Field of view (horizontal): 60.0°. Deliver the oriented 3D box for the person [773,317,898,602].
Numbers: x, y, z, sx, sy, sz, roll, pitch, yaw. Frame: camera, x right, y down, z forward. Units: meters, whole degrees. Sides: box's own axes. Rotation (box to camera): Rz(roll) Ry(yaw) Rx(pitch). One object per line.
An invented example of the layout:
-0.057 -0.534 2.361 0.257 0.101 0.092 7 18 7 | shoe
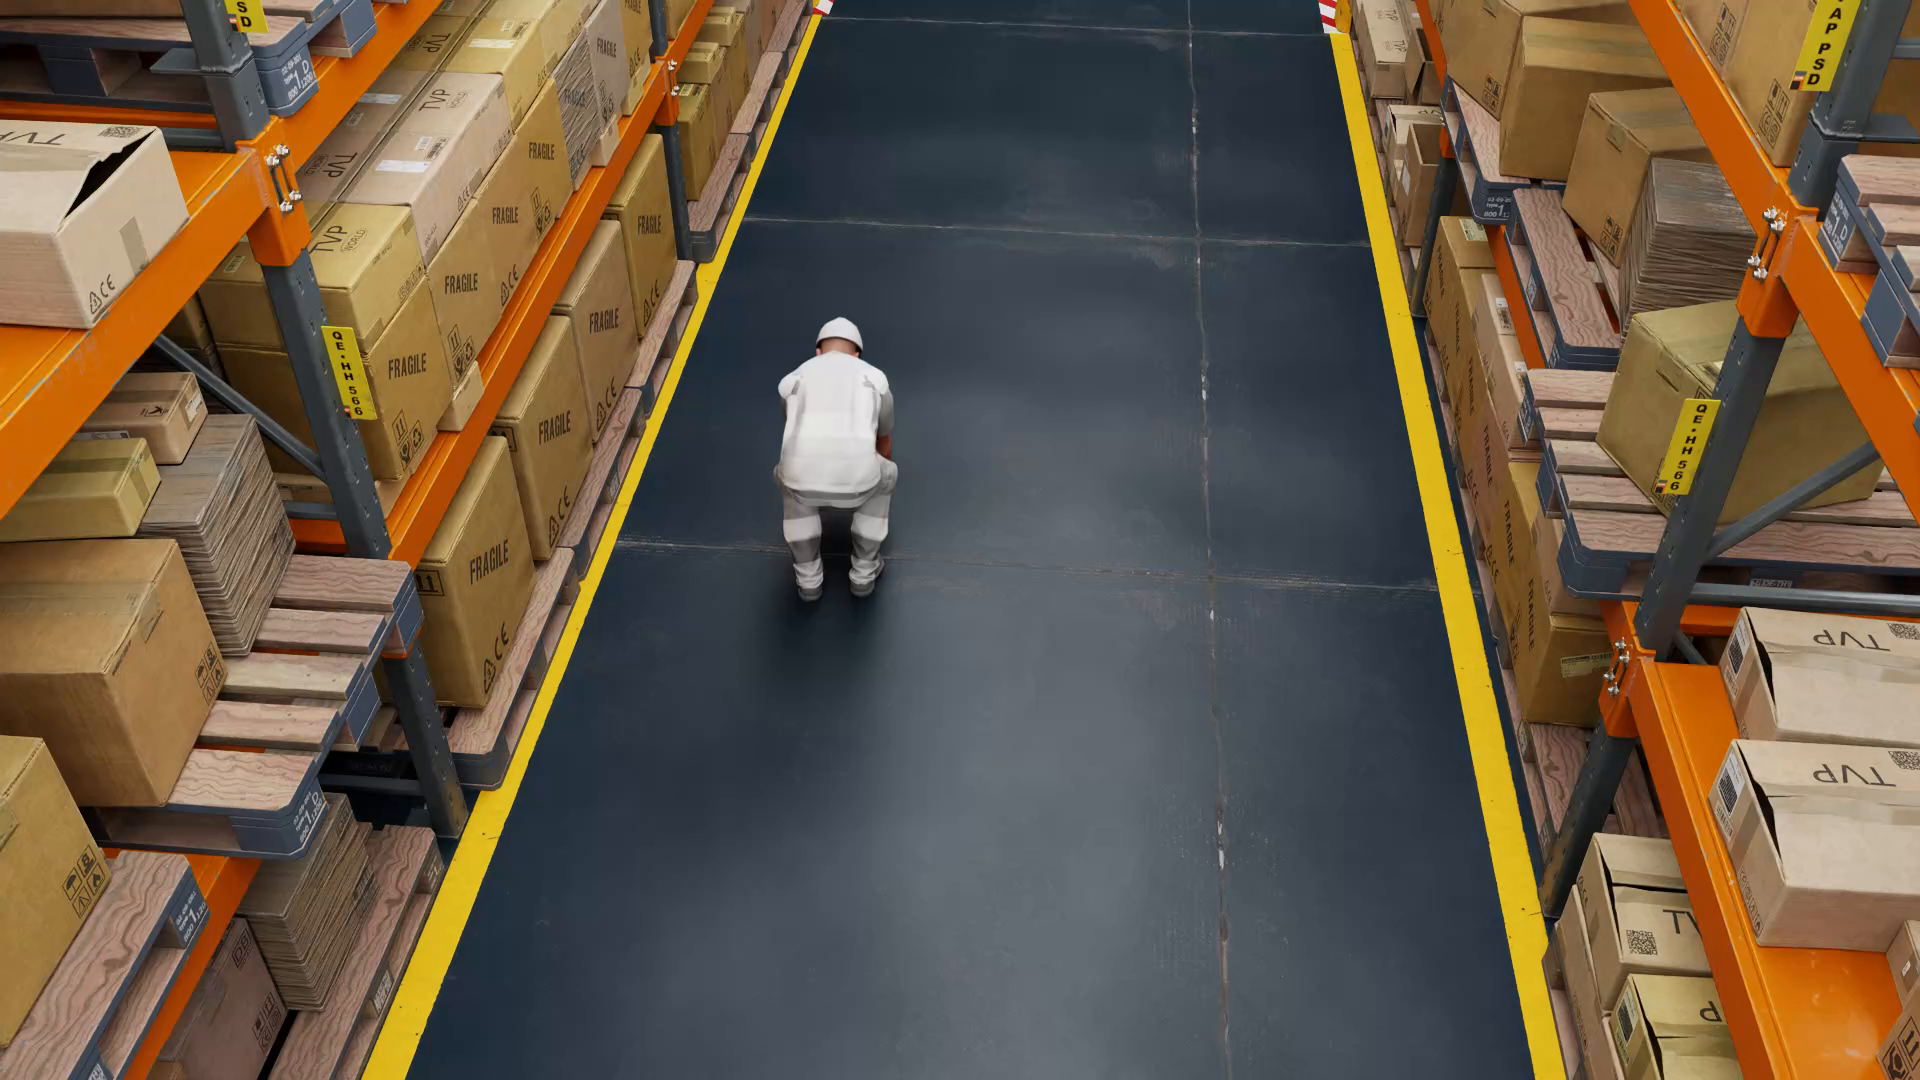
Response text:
-0.525 -0.307 7.114 0.529 1.011 0.958 1 40 2 | person
